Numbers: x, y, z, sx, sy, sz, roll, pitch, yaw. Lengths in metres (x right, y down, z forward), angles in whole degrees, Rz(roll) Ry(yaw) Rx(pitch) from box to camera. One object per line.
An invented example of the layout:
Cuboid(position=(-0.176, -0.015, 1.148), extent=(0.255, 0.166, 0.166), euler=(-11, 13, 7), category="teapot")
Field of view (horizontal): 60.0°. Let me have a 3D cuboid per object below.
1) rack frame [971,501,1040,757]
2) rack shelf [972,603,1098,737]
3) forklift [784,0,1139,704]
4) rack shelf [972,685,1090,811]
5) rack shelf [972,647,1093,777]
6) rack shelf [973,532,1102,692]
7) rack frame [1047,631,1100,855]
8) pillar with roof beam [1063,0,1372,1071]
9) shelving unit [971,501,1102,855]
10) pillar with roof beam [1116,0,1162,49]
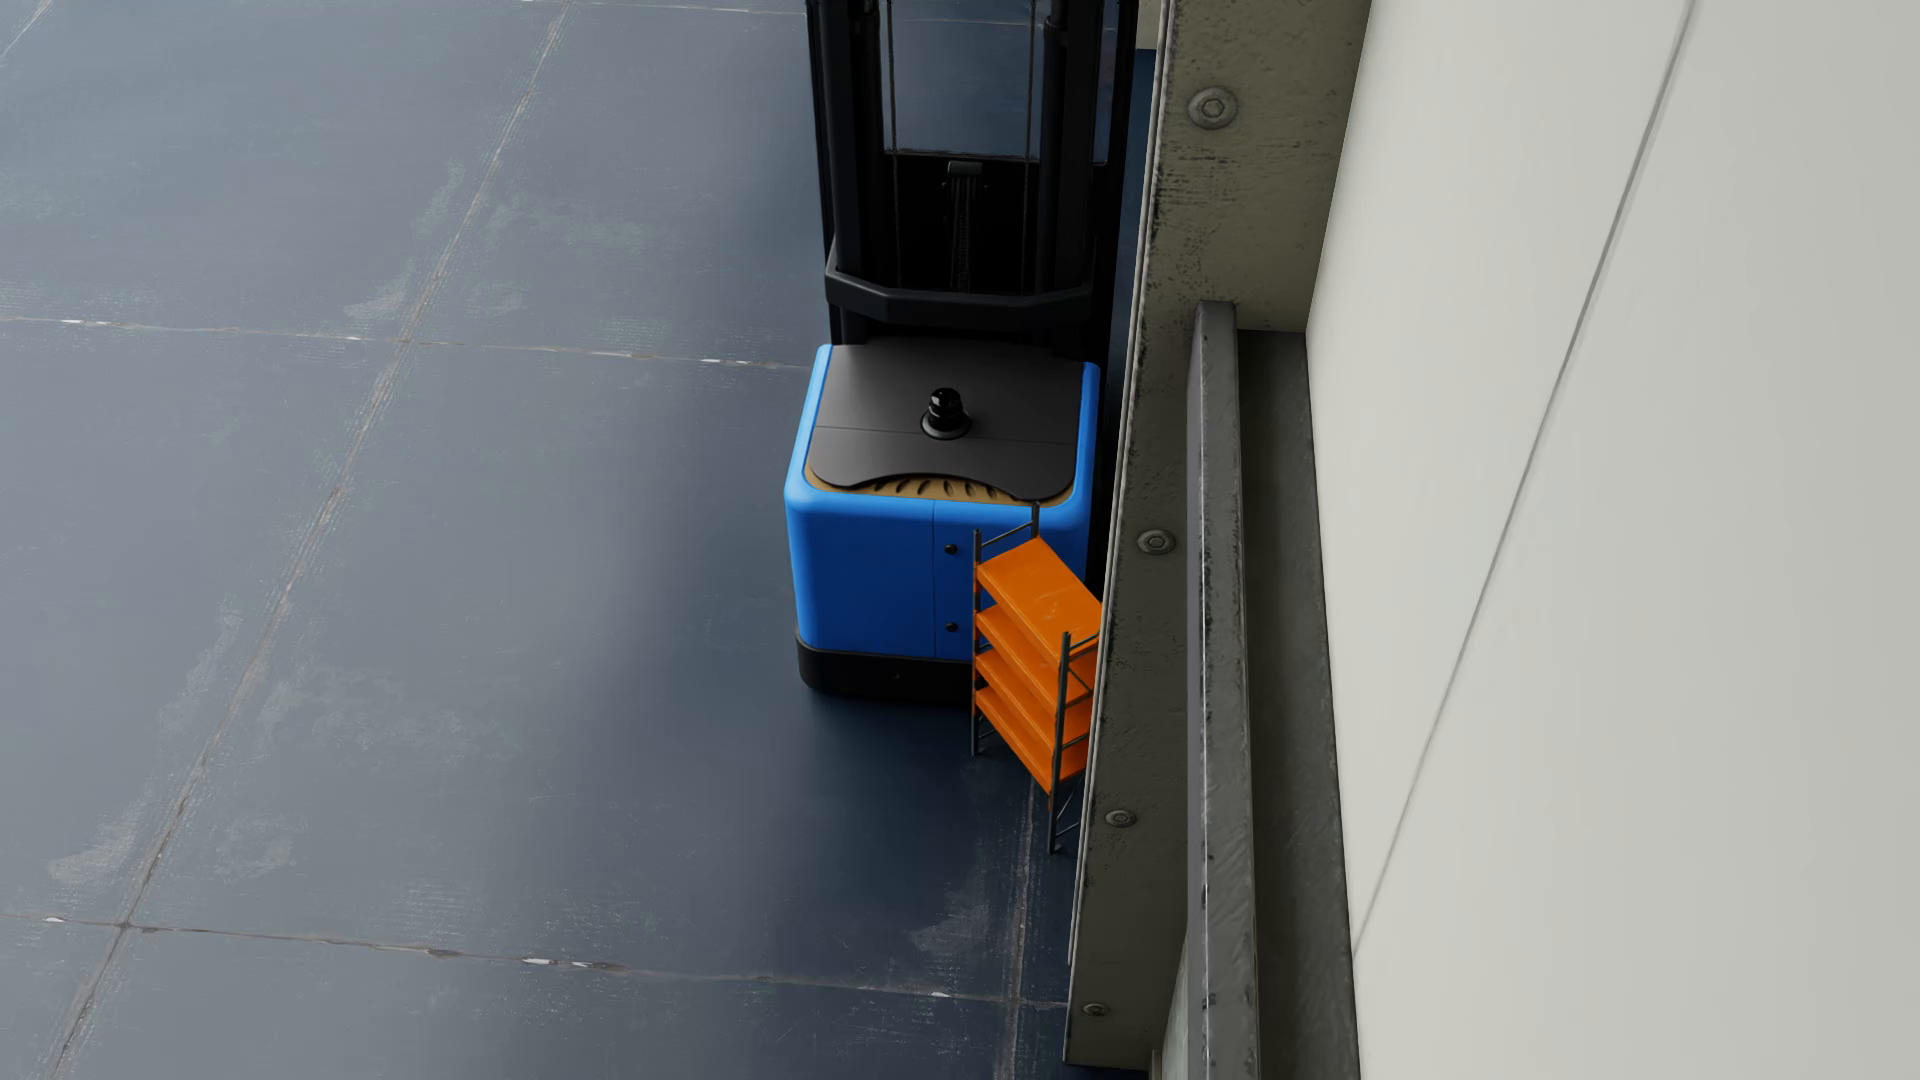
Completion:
Cuboid(position=(0.147, 0.333, 5.659), extent=(0.240, 1.200, 0.015), euler=(-25, 52, -21), category="rack frame")
Cuboid(position=(0.277, 0.379, 5.404), extent=(0.258, 0.148, 0.480), euler=(-25, 52, -21), category="rack shelf")
Cuboid(position=(0.065, -1.458, 6.123), extent=(1.130, 2.935, 3.031), euler=(4, 48, 4), category="forklift")
Cuboid(position=(0.277, 0.664, 5.716), extent=(0.258, 0.148, 0.480), euler=(-25, 52, -21), category="rack shelf")
Cuboid(position=(0.277, 0.530, 5.569), extent=(0.258, 0.148, 0.480), euler=(-25, 52, -21), category="rack shelf")
Cuboid(position=(0.277, 0.220, 5.229), extent=(0.258, 0.148, 0.480), euler=(-25, 52, -21), category="rack shelf")
Cuboid(position=(0.407, 0.637, 5.380), extent=(0.240, 1.200, 0.015), euler=(-25, 52, -21), category="rack frame")
Cuboid(position=(-3.790, -1.807, 2.330), extent=(9.100, 9.000, 0.400), euler=(4, 48, 4), category="pillar with roof beam")
Cuboid(position=(0.277, 0.485, 5.519), extent=(0.258, 1.200, 0.503), euler=(-25, 52, -21), category="shelving unit")
Cuboid(position=(-3.243, -6.216, 6.363), extent=(9.100, 9.000, 0.400), euler=(4, 48, 4), category="pillar with roof beam")
